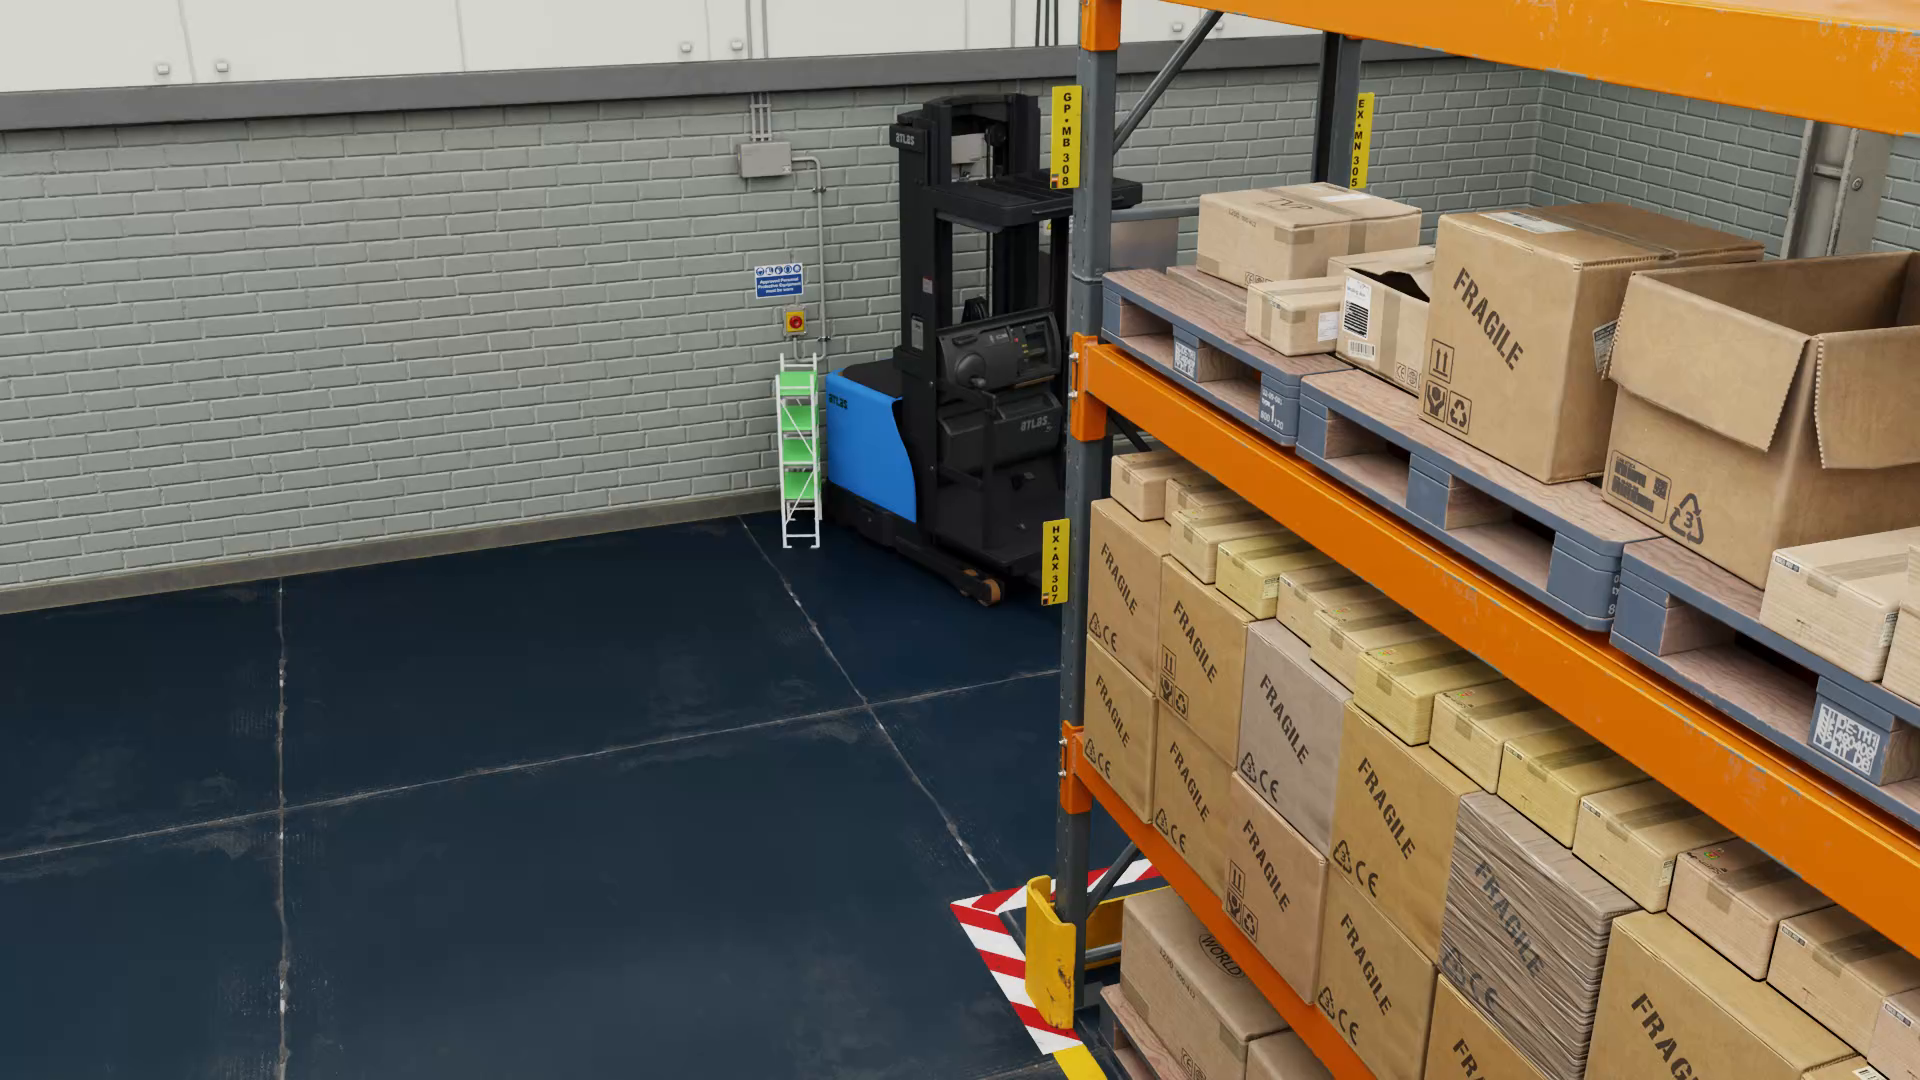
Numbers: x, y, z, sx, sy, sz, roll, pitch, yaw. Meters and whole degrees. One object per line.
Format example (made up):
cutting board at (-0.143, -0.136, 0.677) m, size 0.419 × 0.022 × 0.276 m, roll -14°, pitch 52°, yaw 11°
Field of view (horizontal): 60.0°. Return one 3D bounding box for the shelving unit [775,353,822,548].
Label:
shelving unit at (-1.072, -0.600, 11.129) m, size 0.258 × 1.200 × 0.503 m, roll -1°, pitch 23°, yaw -2°

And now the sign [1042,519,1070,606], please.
sign at (0.344, 0.081, 5.980) m, size 0.100 × 0.325 × 0.005 m, roll -8°, pitch 24°, yaw -19°

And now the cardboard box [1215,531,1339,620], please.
cardboard box at (0.985, 0.092, 4.918) m, size 0.380 × 0.149 × 0.250 m, roll -9°, pitch 25°, yaw -21°

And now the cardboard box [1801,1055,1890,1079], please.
cardboard box at (1.853, 1.255, 2.994) m, size 0.500 × 0.500 × 0.500 m, roll -9°, pitch 24°, yaw -19°

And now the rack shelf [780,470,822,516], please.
rack shelf at (-1.072, -0.320, 11.247) m, size 0.258 × 0.148 × 0.480 m, roll -1°, pitch 23°, yaw -2°

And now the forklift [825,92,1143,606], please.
forklift at (0.389, -1.161, 10.231) m, size 1.130 × 2.935 × 3.031 m, roll -17°, pitch 28°, yaw -35°

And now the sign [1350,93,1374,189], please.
sign at (1.378, -1.381, 5.764) m, size 0.100 × 0.325 × 0.005 m, roll -8°, pitch 24°, yaw -19°

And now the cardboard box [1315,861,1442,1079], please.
cardboard box at (1.326, 1.157, 4.514) m, size 0.500 × 0.500 × 0.500 m, roll -8°, pitch 24°, yaw -17°

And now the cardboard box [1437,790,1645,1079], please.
cardboard box at (1.493, 0.886, 3.870) m, size 0.500 × 0.500 × 0.500 m, roll -8°, pitch 24°, yaw -18°

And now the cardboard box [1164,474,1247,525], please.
cardboard box at (0.891, -0.111, 5.400) m, size 0.380 × 0.149 × 0.250 m, roll -8°, pitch 24°, yaw -18°

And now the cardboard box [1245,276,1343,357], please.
cardboard box at (1.034, -0.637, 4.691) m, size 0.380 × 0.149 × 0.250 m, roll -7°, pitch 24°, yaw -17°

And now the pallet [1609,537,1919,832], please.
pallet at (1.999, 0.255, 3.034) m, size 1.003 × 0.211 × 1.213 m, roll -8°, pitch 24°, yaw -19°

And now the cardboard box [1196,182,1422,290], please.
cardboard box at (1.108, -0.959, 5.326) m, size 0.500 × 0.250 × 0.500 m, roll -11°, pitch 25°, yaw -24°

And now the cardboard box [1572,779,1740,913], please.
cardboard box at (1.573, 0.643, 3.610) m, size 0.380 × 0.149 × 0.250 m, roll -9°, pitch 24°, yaw -19°

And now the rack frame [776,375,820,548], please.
rack frame at (-1.061, -0.505, 10.904) m, size 0.240 × 1.200 × 0.015 m, roll -1°, pitch 23°, yaw -2°

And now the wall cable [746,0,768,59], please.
wall cable at (-1.408, -4.351, 9.986) m, size 0.463 × 3.000 × 0.029 m, roll -8°, pitch 24°, yaw -19°

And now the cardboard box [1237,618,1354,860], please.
cardboard box at (1.146, 0.522, 4.734) m, size 0.500 × 0.500 × 0.500 m, roll -9°, pitch 24°, yaw -19°

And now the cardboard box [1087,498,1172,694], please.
cardboard box at (0.768, 0.149, 5.619) m, size 0.500 × 0.500 × 0.500 m, roll -9°, pitch 24°, yaw -20°

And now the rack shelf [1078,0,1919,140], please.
rack shelf at (1.572, -1.080, 3.667) m, size 1.077 × 0.370 × 4.000 m, roll -8°, pitch 24°, yaw -19°

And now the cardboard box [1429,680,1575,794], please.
cardboard box at (1.378, 0.461, 4.043) m, size 0.380 × 0.149 × 0.250 m, roll -8°, pitch 24°, yaw -19°

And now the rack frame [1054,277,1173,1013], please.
rack frame at (0.865, 0.442, 6.339) m, size 1.000 × 3.000 × 0.127 m, roll -8°, pitch 24°, yaw -19°

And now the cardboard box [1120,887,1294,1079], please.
cardboard box at (1.192, 1.655, 6.219) m, size 0.875 × 0.438 × 0.875 m, roll -9°, pitch 25°, yaw -21°

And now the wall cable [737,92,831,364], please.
wall cable at (-1.149, -2.086, 10.989) m, size 0.585 × 1.953 × 0.123 m, roll -8°, pitch 24°, yaw -19°

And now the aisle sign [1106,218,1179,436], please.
aisle sign at (0.568, -0.742, 5.802) m, size 0.394 × 0.787 × 0.004 m, roll -8°, pitch 24°, yaw -19°

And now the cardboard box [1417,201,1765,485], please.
cardboard box at (1.437, -0.473, 3.849) m, size 0.500 × 0.500 × 0.500 m, roll -8°, pitch 24°, yaw -18°

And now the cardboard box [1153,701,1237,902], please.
cardboard box at (0.971, 0.790, 5.385) m, size 0.500 × 0.500 × 0.500 m, roll -9°, pitch 24°, yaw -20°

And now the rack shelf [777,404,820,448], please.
rack shelf at (-1.072, -0.762, 11.061) m, size 0.258 × 0.148 × 0.480 m, roll -1°, pitch 23°, yaw -2°

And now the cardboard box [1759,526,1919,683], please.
cardboard box at (1.660, 0.105, 2.930) m, size 0.380 × 0.149 × 0.250 m, roll -8°, pitch 24°, yaw -18°

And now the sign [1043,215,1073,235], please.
sign at (0.743, -2.287, 11.750) m, size 0.339 × 0.242 × 0.001 m, roll -8°, pitch 24°, yaw -19°

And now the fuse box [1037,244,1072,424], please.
fuse box at (0.868, -1.245, 12.001) m, size 0.539 × 1.711 × 0.414 m, roll -8°, pitch 24°, yaw -19°

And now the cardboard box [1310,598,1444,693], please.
cardboard box at (1.176, 0.277, 4.480) m, size 0.380 × 0.149 × 0.250 m, roll -8°, pitch 24°, yaw -19°

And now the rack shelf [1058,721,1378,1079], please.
rack shelf at (1.572, 1.500, 4.754) m, size 1.077 × 0.370 × 4.000 m, roll -8°, pitch 24°, yaw -19°

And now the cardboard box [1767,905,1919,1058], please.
cardboard box at (1.801, 0.819, 3.194) m, size 0.380 × 0.149 × 0.250 m, roll -8°, pitch 24°, yaw -19°

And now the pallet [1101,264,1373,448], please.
pallet at (1.137, -0.631, 5.137) m, size 1.003 × 0.211 × 1.213 m, roll -8°, pitch 24°, yaw -19°
